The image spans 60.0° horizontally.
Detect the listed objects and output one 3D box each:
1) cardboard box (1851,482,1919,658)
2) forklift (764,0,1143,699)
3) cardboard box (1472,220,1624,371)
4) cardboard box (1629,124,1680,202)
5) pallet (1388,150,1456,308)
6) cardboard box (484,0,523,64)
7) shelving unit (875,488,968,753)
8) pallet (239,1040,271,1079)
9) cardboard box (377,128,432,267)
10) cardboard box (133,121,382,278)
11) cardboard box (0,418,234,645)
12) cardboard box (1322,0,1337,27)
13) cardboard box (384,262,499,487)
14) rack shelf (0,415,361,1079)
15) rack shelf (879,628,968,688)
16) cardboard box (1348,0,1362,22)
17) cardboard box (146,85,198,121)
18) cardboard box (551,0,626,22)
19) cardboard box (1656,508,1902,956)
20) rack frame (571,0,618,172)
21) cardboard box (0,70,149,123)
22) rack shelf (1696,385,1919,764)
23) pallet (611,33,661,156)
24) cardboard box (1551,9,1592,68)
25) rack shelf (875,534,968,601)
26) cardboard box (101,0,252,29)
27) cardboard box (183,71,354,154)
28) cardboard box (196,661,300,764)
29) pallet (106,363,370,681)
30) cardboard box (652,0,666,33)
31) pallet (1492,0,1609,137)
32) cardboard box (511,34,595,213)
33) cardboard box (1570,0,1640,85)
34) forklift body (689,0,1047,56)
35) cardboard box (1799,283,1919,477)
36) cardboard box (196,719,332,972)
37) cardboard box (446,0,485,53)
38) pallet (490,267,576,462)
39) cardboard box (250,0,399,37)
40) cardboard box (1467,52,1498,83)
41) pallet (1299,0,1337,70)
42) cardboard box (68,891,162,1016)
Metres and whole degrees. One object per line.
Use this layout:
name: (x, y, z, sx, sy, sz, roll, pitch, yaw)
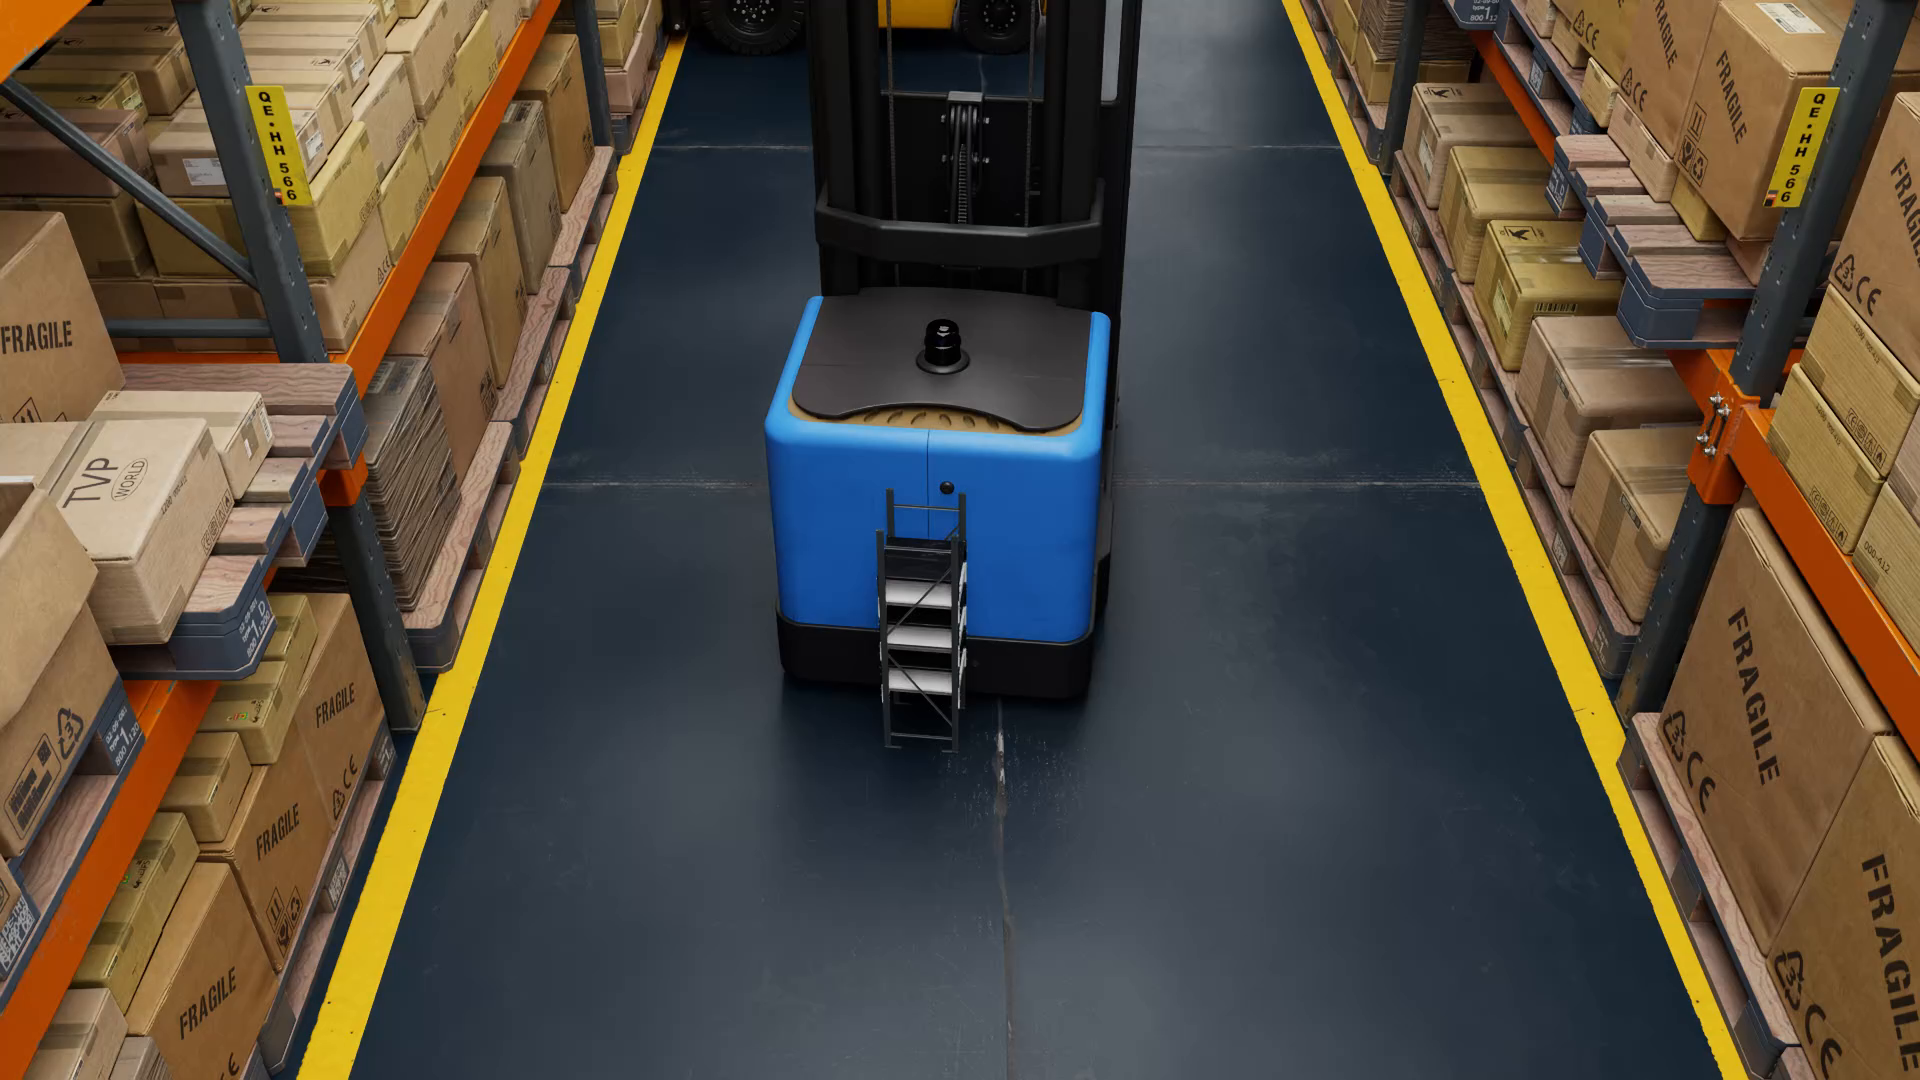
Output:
cardboard box: (2.452, 0.105, 3.840, 0.500, 0.250, 0.500, -1, 39, -1)
forklift: (0.069, -1.534, 5.820, 1.130, 2.935, 3.031, 4, 39, 5)
cardboard box: (2.690, -1.008, 6.875, 0.950, 0.372, 0.625, 1, 39, 1)
cardboard box: (2.331, -1.176, 5.184, 0.380, 0.149, 0.250, 0, 39, 0)
pallet: (2.683, -1.507, 7.962, 1.003, 0.211, 1.213, 0, 39, 0)
cardboard box: (-2.045, -2.078, 6.564, 0.500, 0.250, 0.500, 0, 39, 0)
shelving unit: (-0.113, 0.267, 5.197, 0.258, 0.900, 0.210, 4, 39, 5)
pallet: (-2.317, 1.741, 3.908, 1.003, 0.211, 1.213, 0, 39, 0)
cardboard box: (-2.031, -1.108, 5.354, 0.500, 0.250, 0.500, -1, 39, -1)
cardboard box: (-2.010, -0.989, 4.806, 0.500, 0.250, 0.500, 0, 39, 0)
cardboard box: (-1.954, -0.020, 3.661, 0.500, 0.250, 0.500, -2, 39, -2)
cardboard box: (2.404, -3.193, 9.699, 0.500, 0.250, 0.500, 1, 39, 1)
cardboard box: (-2.275, -0.611, 6.176, 0.875, 0.625, 0.625, 1, 39, 1)
rack shelf: (-2.277, 0.957, 3.233, 1.077, 0.370, 4.000, 0, 39, 0)
rack shelf: (-0.113, 0.363, 5.274, 0.258, 0.077, 0.200, 4, 39, 5)
cardboard box: (2.409, -3.153, 9.050, 0.500, 0.500, 0.500, 1, 39, 1)
cardboard box: (-2.560, -1.312, 5.208, 0.500, 0.250, 0.500, 0, 39, 0)
cardboard box: (-1.970, -2.860, 8.483, 0.500, 0.250, 0.500, -1, 39, -1)
cardboard box: (2.602, 0.517, 4.570, 0.875, 0.875, 0.875, 0, 39, 0)
rack frame: (-2.284, -3.076, 7.690, 1.000, 3.000, 0.127, 0, 39, 0)
cardboard box: (-2.594, -1.234, 4.792, 0.380, 0.149, 0.250, 1, 39, 1)
rack shelf: (2.687, 0.951, 3.240, 1.077, 0.370, 4.000, 0, 39, 0)
pallet: (-2.243, -2.485, 9.182, 1.003, 0.211, 1.213, 0, 39, 0)
cardboard box: (2.368, -1.820, 5.988, 0.380, 0.149, 0.250, -1, 39, -1)
rack shelf: (-0.114, 0.082, 5.049, 0.258, 0.077, 0.200, 4, 39, 5)
cardboard box: (-2.526, -1.713, 5.390, 0.380, 0.149, 0.250, 0, 39, 0)
cardboard box: (-1.986, -1.233, 4.792, 0.380, 0.149, 0.250, 1, 39, 1)
cardboard box: (-1.994, 0.463, 4.418, 0.380, 0.149, 0.250, -2, 39, -2)
pallet: (-2.208, -0.076, 4.100, 1.213, 0.211, 1.003, 0, 39, 0)
cardboard box: (-1.985, -3.109, 9.593, 0.500, 0.250, 0.500, 1, 39, 1)
pallet: (2.642, -1.744, 6.180, 1.003, 0.211, 1.213, 0, 39, 0)
cardboard box: (-2.272, -1.987, 7.894, 0.875, 0.625, 0.625, 2, 39, 2)
cardboard box: (2.393, -1.823, 5.472, 0.500, 0.500, 0.500, -3, 39, -3)
forklift body: (-0.462, -4.062, 9.599, 2.313, 2.155, 1.214, 0, 39, 0)
cardboard box: (2.438, -0.400, 4.071, 0.500, 0.250, 0.500, 0, 39, 0)
cardboard box: (-2.073, 0.814, 4.498, 0.500, 0.500, 0.500, -1, 39, -1)
cardboard box: (-2.043, -1.949, 6.003, 0.500, 0.250, 0.500, 0, 39, 1)
pallet: (-2.239, -0.762, 7.033, 1.003, 0.211, 1.213, 0, 39, 0)
cardboard box: (-2.055, -1.715, 5.392, 0.380, 0.149, 0.250, 0, 39, 0)
cardboard box: (2.949, -2.542, 8.886, 0.500, 0.250, 0.500, -2, 39, -2)
pallet: (2.640, -3.179, 10.048, 1.003, 0.211, 1.213, 0, 39, 0)
cardboard box: (-2.082, 0.949, 3.812, 0.380, 0.149, 0.250, -1, 39, -1)
